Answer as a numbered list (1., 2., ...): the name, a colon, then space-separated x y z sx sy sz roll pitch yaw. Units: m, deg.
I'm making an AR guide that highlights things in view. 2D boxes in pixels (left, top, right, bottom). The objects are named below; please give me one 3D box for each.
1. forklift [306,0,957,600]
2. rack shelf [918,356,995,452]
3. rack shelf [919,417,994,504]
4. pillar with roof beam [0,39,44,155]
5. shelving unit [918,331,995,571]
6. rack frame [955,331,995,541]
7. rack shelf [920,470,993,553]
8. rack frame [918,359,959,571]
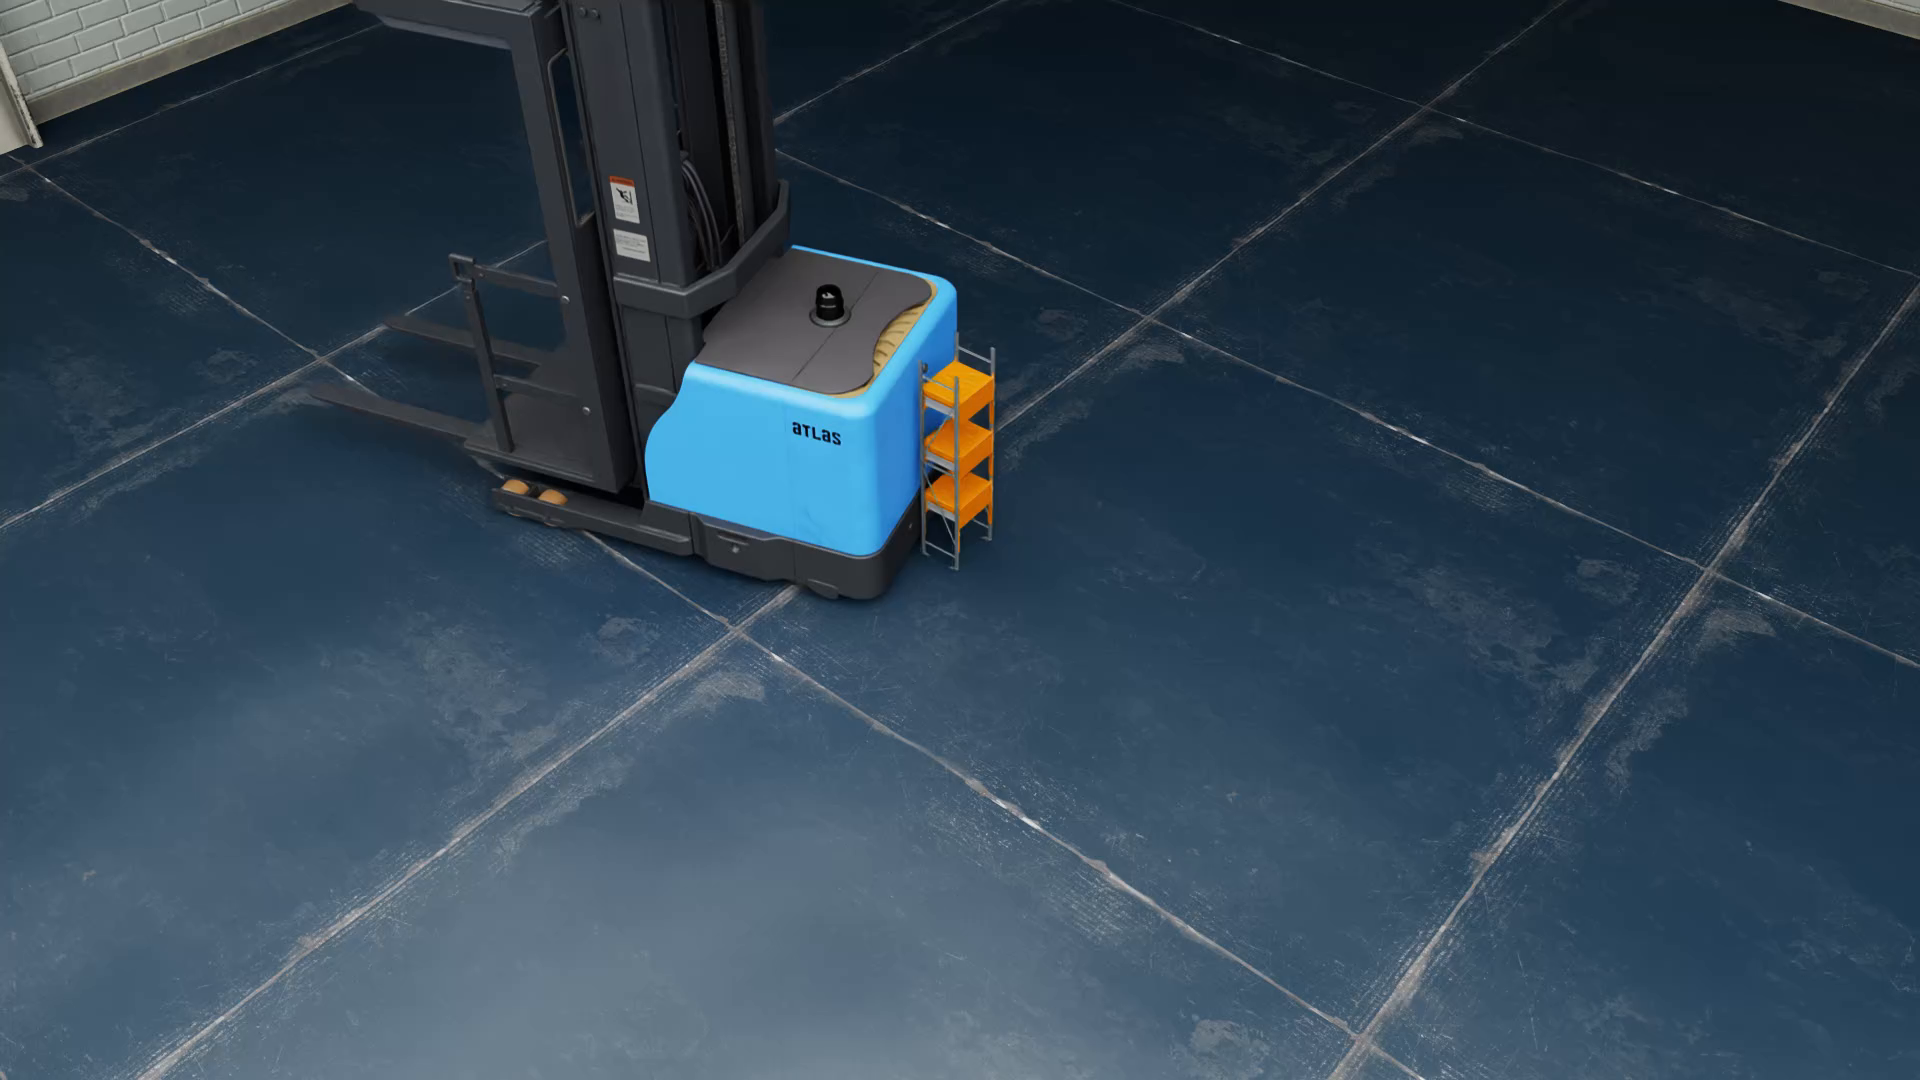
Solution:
1. forklift: -1.568 -1.459 6.858 3.031 2.935 1.130 15 44 16
2. rack shelf: -0.013 -0.561 6.863 0.215 0.259 0.240 27 49 26
3. rack shelf: -0.013 -0.351 7.054 0.215 0.259 0.240 27 49 26
4. pillar with roof beam: -2.490 -3.821 4.945 9.100 9.000 0.400 29 50 28
5. shelving unit: -0.013 -0.359 7.047 0.215 1.050 0.252 27 49 26
6. rack frame: 0.061 -0.425 7.119 0.200 1.050 0.008 27 49 26
7. rack shelf: -0.013 -0.146 7.241 0.215 0.259 0.240 27 49 26
8. rack frame: -0.086 -0.294 6.975 0.200 1.050 0.008 27 49 26
